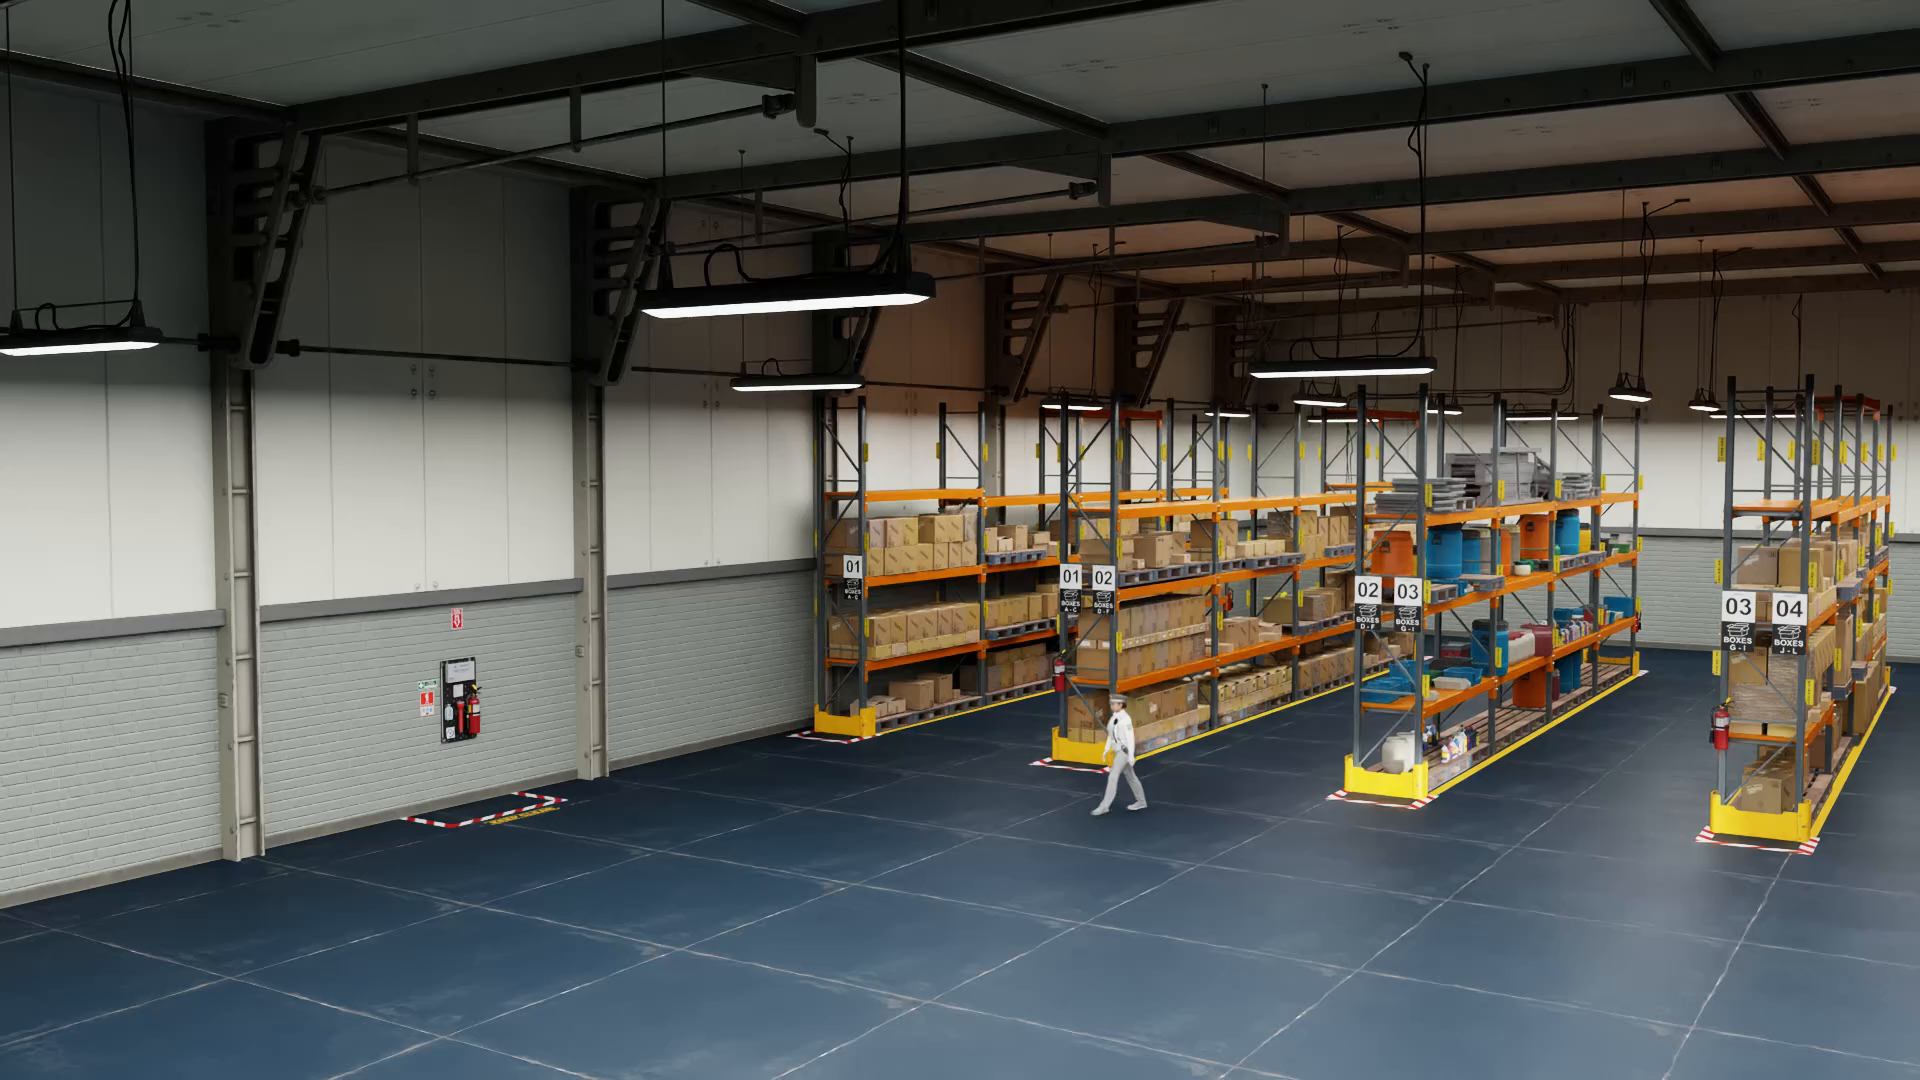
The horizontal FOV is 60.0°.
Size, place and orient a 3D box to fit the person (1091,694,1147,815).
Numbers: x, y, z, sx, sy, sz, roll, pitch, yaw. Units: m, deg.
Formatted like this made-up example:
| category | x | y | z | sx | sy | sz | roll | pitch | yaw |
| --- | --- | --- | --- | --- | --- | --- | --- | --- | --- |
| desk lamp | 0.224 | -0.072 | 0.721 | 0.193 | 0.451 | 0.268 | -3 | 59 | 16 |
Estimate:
| category | x | y | z | sx | sy | sz | roll | pitch | yaw |
| --- | --- | --- | --- | --- | --- | --- | --- | --- | --- |
| person | 2.192 | 2.948 | 23.079 | 0.870 | 1.632 | 0.511 | -1 | 3 | -10 |

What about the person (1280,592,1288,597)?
| category | x | y | z | sx | sy | sz | roll | pitch | yaw |
| --- | --- | --- | --- | --- | --- | --- | --- | --- | --- |
| person | 7.532 | 2.089 | 38.713 | 0.604 | 1.768 | 0.565 | 2 | 4 | 36 |
